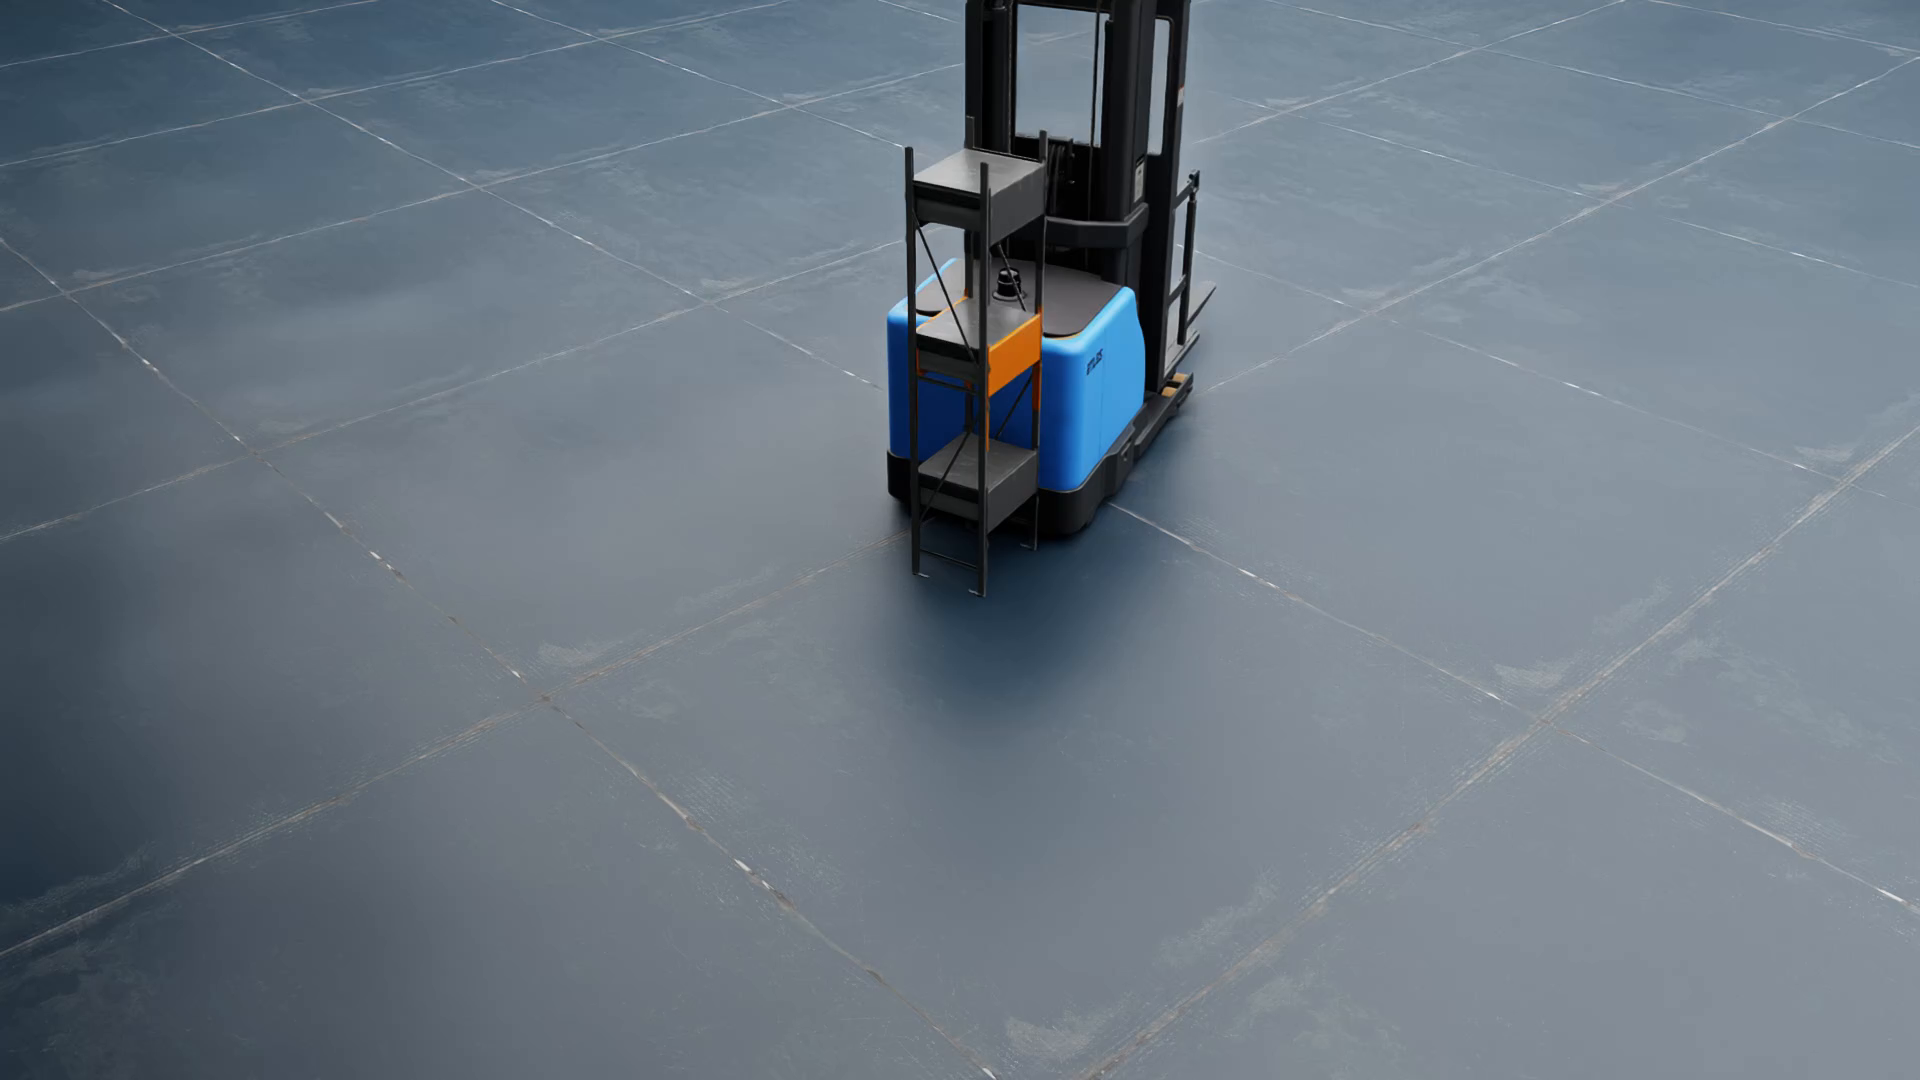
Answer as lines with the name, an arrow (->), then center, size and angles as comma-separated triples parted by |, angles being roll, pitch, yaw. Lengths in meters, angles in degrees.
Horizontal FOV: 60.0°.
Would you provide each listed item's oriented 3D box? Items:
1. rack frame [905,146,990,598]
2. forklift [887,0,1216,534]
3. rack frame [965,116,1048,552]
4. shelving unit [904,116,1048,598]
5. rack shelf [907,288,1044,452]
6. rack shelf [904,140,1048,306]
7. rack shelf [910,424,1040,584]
rack frame -> -0.055, -0.679, 7.348 | 0.400, 2.100, 0.015 | 18, 36, 26
forklift -> 0.690, -2.031, 8.761 | 1.130, 2.935, 3.031 | 13, 34, 20
rack frame -> 0.199, -0.897, 7.704 | 0.400, 2.100, 0.015 | 18, 36, 26
shelving unit -> 0.072, -0.788, 7.526 | 0.431, 2.100, 0.503 | 18, 36, 26
rack shelf -> 0.072, -0.776, 7.533 | 0.431, 0.518, 0.480 | 18, 36, 26
rack shelf -> 0.072, -1.374, 7.168 | 0.431, 0.518, 0.480 | 18, 36, 26
rack shelf -> 0.072, -0.179, 7.898 | 0.431, 0.518, 0.480 | 18, 36, 26
